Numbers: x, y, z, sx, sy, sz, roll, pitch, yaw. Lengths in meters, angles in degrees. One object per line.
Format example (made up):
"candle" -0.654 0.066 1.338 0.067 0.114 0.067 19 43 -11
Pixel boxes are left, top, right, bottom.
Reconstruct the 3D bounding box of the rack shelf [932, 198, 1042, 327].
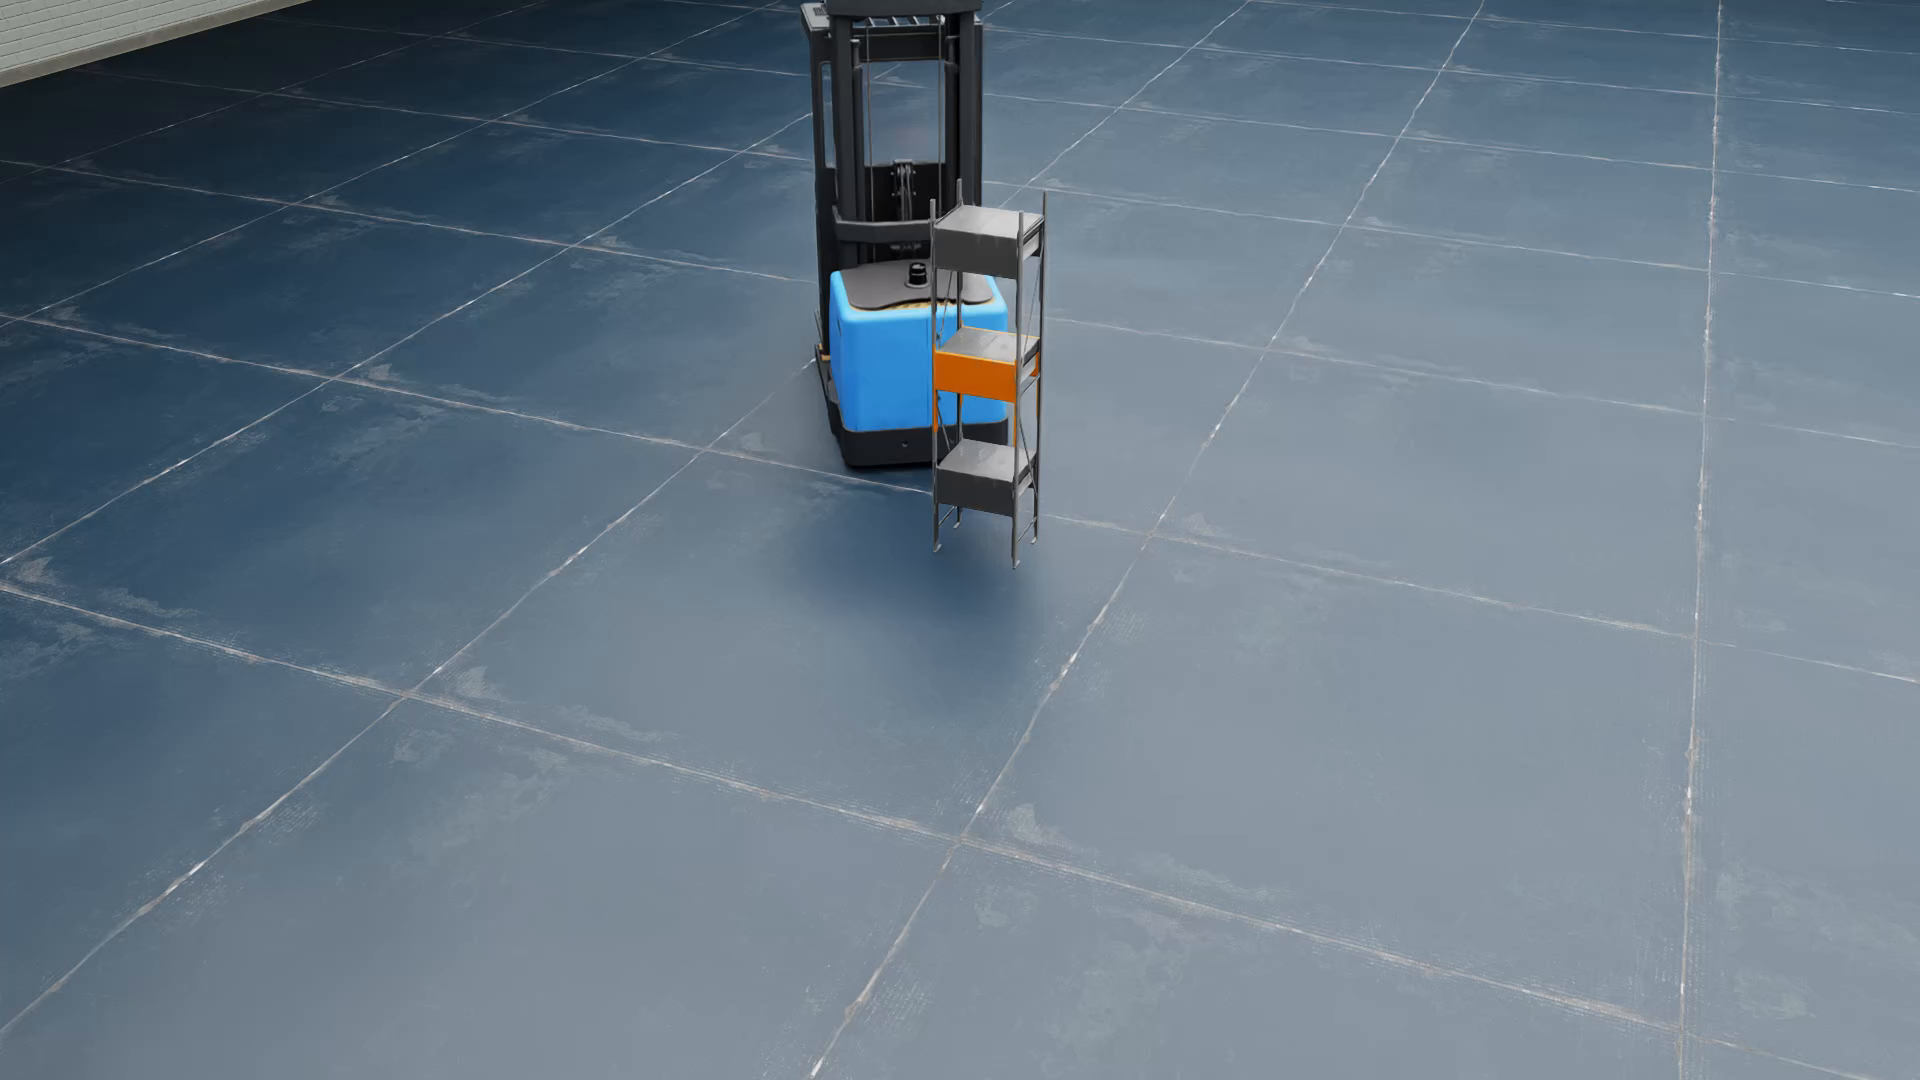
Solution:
"rack shelf" 0.153 -1.481 8.841 0.480 0.518 0.431 11 31 19

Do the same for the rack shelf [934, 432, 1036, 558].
"rack shelf" 0.153 -0.262 9.530 0.480 0.518 0.431 11 31 19

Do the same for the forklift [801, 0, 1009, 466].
"forklift" -0.439 -2.444 11.095 1.130 2.935 3.031 -5 30 -8

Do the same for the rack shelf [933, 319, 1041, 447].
"rack shelf" 0.153 -0.872 9.186 0.480 0.518 0.431 11 31 19

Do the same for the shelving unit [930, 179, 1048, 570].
"shelving unit" 0.153 -0.883 9.179 0.503 2.100 0.431 11 31 19

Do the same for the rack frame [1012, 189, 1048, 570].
"rack frame" 0.379 -0.838 9.099 0.015 2.100 0.400 11 31 19

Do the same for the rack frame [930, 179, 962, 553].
"rack frame" -0.073 -0.929 9.259 0.015 2.100 0.400 11 31 19
